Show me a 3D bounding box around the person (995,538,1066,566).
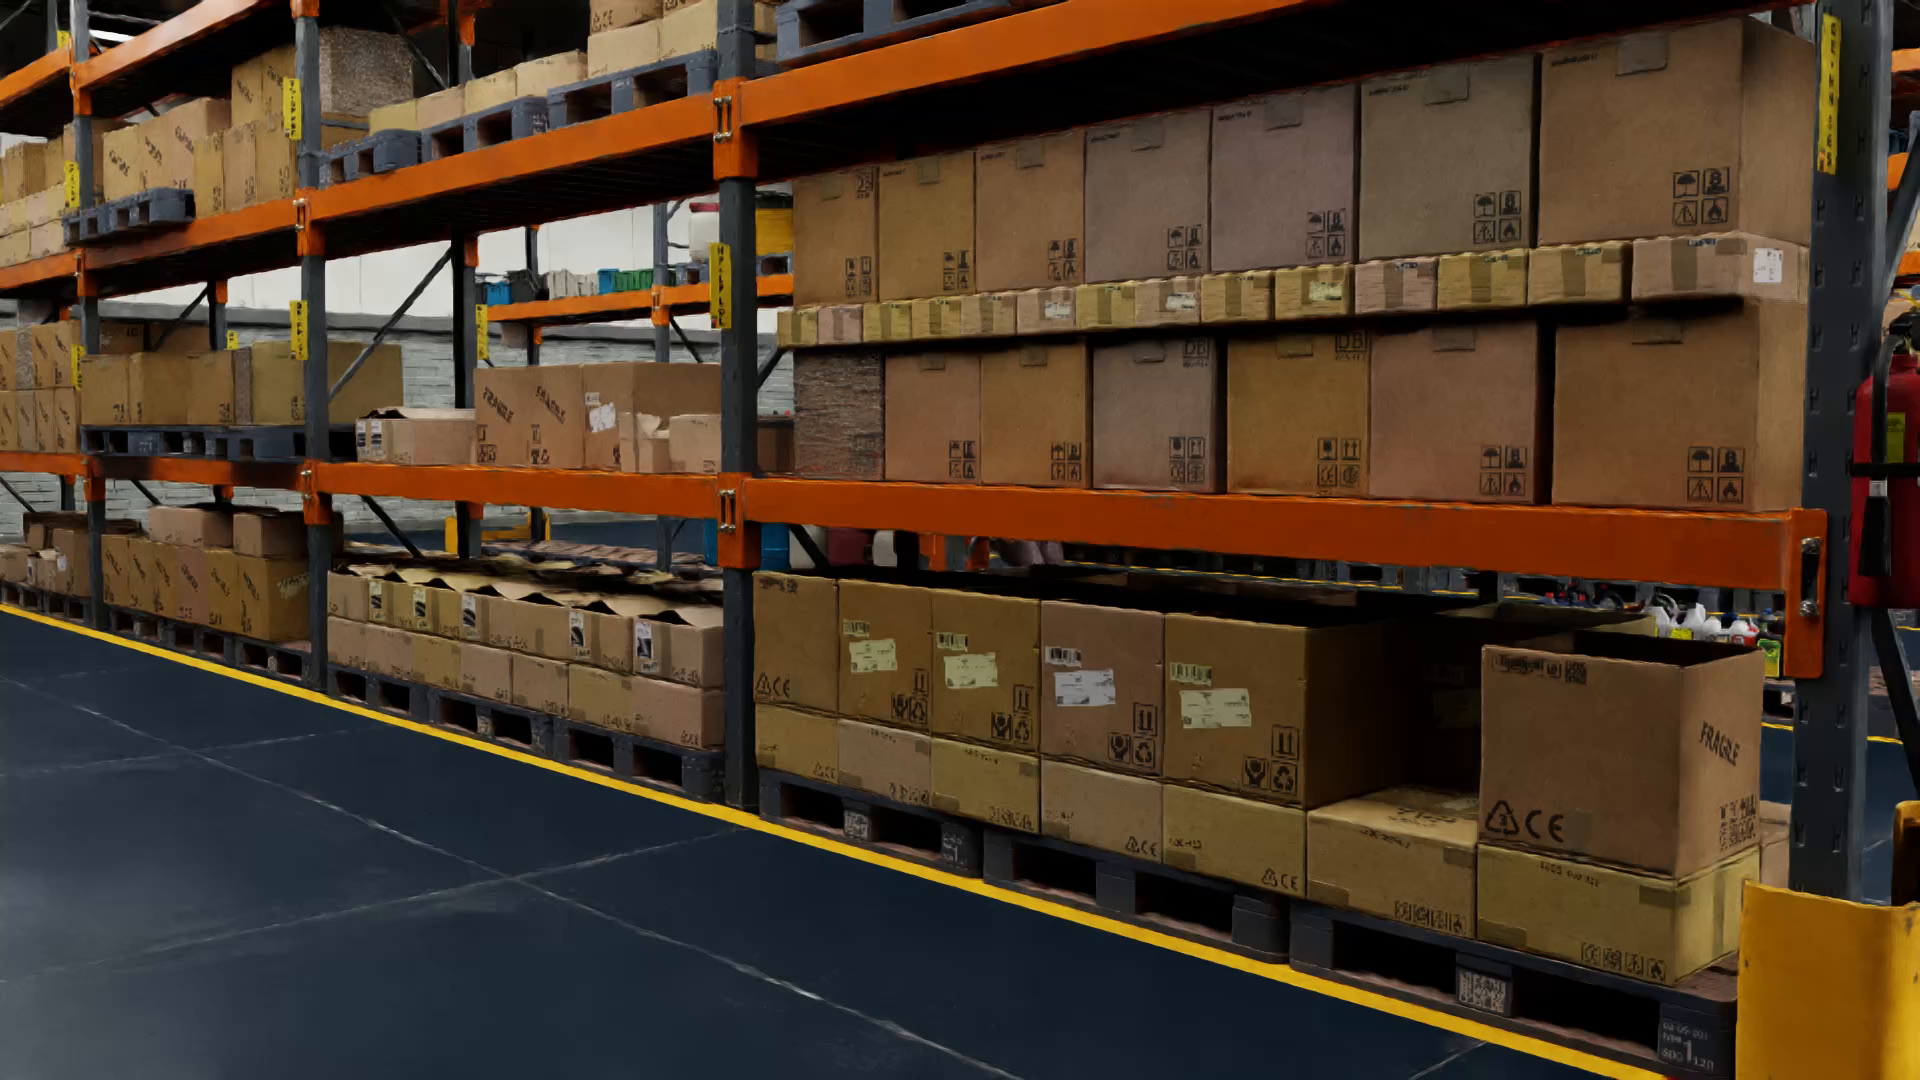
[{"bbox_3d":[0.452,-0.011,9.877,0.716,1.695,0.502,-4,5,-44],"label":"person"}]
